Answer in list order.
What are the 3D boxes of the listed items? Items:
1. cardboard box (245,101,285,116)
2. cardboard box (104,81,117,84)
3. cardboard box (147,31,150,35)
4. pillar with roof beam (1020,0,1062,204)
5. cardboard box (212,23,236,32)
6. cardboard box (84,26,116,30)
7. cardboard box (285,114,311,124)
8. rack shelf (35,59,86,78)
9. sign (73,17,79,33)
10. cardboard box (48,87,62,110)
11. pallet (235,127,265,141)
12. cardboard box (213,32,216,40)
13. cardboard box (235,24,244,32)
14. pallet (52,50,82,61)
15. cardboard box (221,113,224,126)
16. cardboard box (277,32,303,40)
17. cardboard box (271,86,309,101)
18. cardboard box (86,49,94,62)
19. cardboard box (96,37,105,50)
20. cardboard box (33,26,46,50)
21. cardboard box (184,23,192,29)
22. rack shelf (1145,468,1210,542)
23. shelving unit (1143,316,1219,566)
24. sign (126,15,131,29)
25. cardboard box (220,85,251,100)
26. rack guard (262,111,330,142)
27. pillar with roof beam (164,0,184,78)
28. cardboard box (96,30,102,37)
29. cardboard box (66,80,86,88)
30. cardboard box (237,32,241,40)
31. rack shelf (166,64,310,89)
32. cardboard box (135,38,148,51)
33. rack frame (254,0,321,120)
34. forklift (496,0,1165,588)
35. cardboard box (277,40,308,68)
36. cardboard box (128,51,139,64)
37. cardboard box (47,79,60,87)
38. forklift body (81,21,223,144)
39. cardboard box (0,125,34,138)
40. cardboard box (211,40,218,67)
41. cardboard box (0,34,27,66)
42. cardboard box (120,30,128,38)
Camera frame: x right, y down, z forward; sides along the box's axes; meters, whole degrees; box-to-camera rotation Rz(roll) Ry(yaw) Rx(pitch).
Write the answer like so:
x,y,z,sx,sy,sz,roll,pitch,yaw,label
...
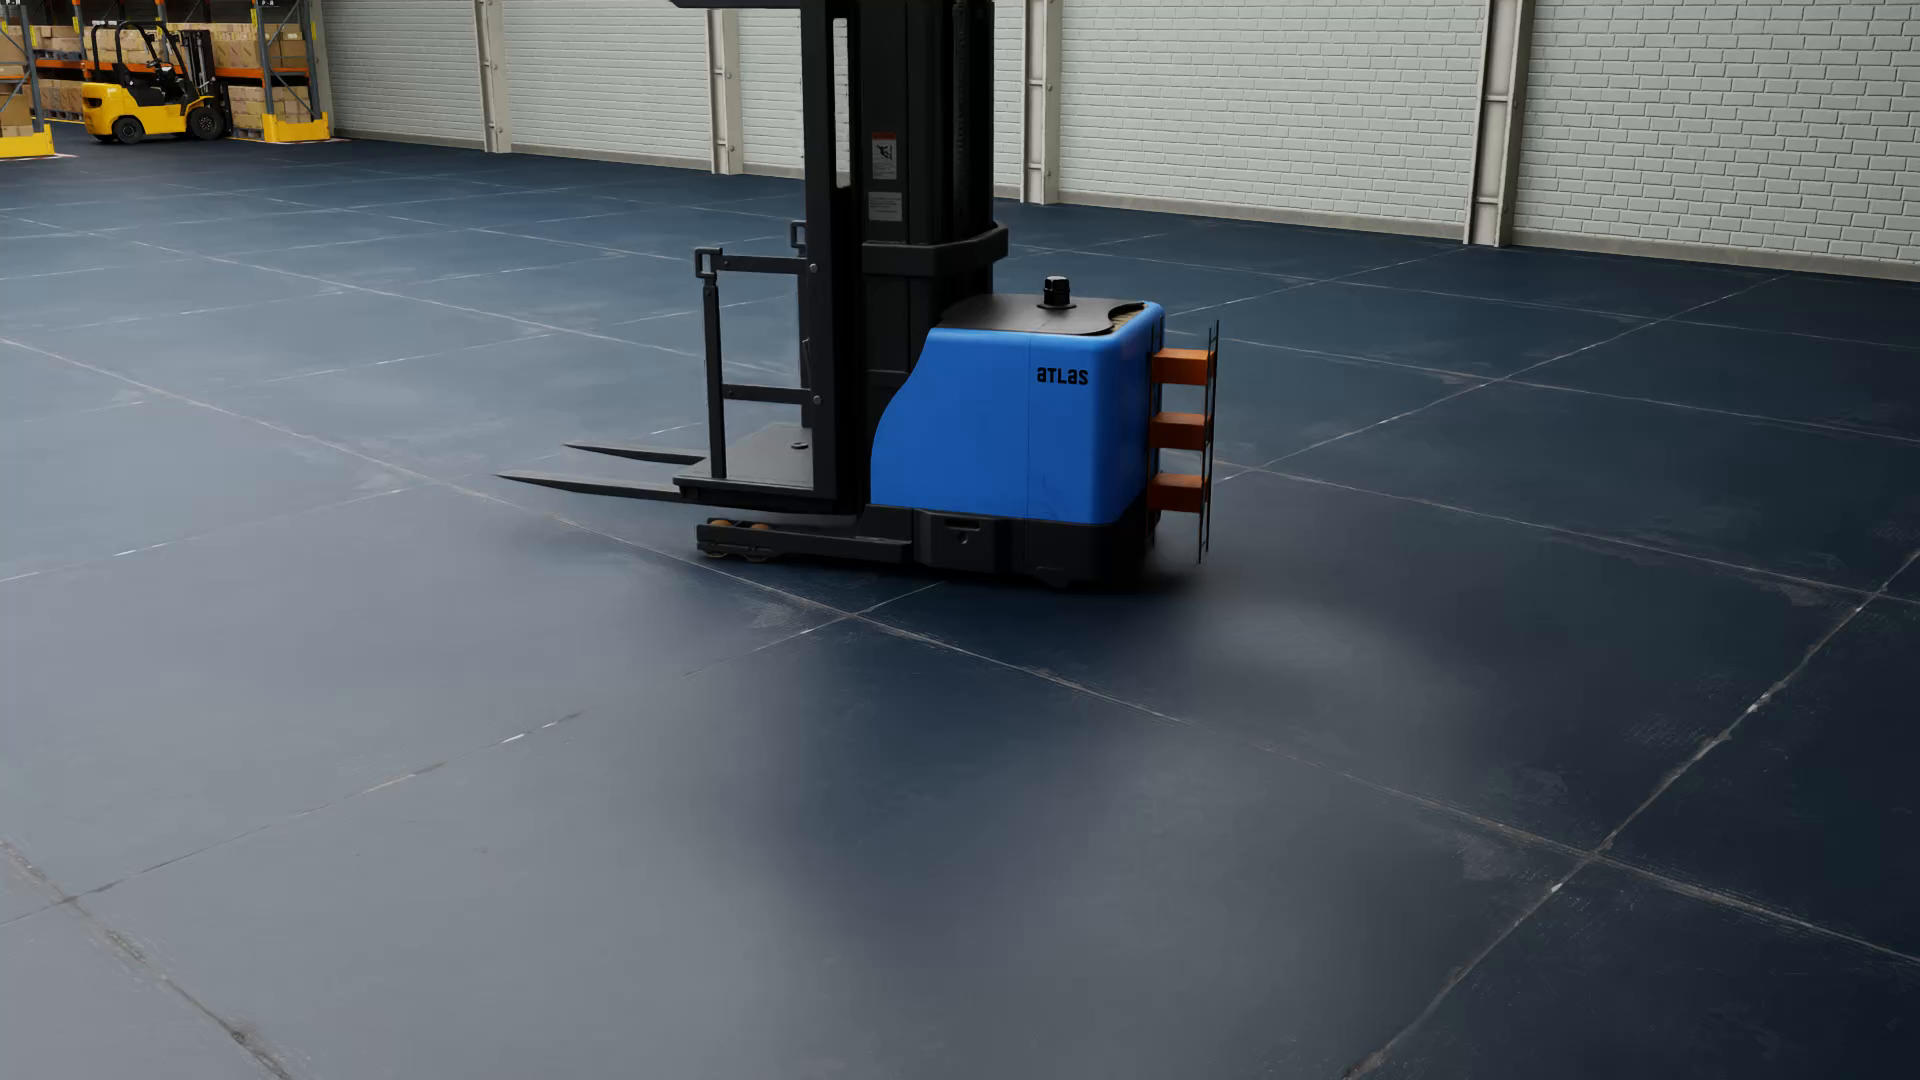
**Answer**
x,y,z,sx,sy,sz,roll,pitch,yaw,label
-13.102,-8.149,31.354,0.500,0.250,0.500,15,23,39,cardboard box
-18.697,-10.093,36.822,0.250,0.149,0.380,17,24,42,cardboard box
-16.278,-10.281,33.810,0.250,0.149,0.380,15,23,39,cardboard box
-1.847,-7.609,16.710,0.400,9.000,9.100,15,23,39,pillar with roof beam
-14.089,-9.823,31.876,0.250,0.149,0.380,15,23,40,cardboard box
-18.795,-10.986,36.411,0.500,0.500,0.500,16,24,42,cardboard box
-12.768,-8.026,31.794,0.500,0.250,0.500,15,23,39,cardboard box
-20.010,-10.659,37.427,4.000,0.370,1.077,15,23,39,rack shelf
-18.867,-10.989,35.497,0.005,0.325,0.100,15,23,39,sign
-20.134,-9.952,37.450,0.500,0.500,0.500,14,22,37,cardboard box
-13.130,-7.809,31.867,1.213,0.211,1.003,15,23,39,pallet
-14.078,-9.679,31.914,0.250,0.149,0.380,15,23,39,cardboard box
-13.357,-9.605,31.190,0.250,0.149,0.380,16,23,40,cardboard box
-19.067,-10.629,36.461,1.003,0.211,1.213,15,23,39,pallet
-14.229,-8.210,32.373,0.500,0.250,0.500,16,24,41,cardboard box
-12.612,-9.477,31.278,0.250,0.149,0.380,14,23,38,cardboard box
-12.764,-8.499,31.632,0.500,0.250,0.500,15,23,38,cardboard box
-18.344,-10.384,35.621,0.500,0.250,0.500,15,23,39,cardboard box
-17.970,-10.522,35.228,0.500,0.250,0.500,16,24,41,cardboard box
-20.318,-11.242,37.215,0.500,0.500,0.700,15,23,39,cardboard box
-14.904,-10.008,32.459,0.250,0.149,0.380,16,23,40,cardboard box
0.959,-0.155,7.317,0.240,0.259,0.215,6,18,17,rack shelf
0.959,-0.430,7.230,0.252,1.050,0.215,6,18,17,shelving unit
-18.148,-11.278,36.276,0.005,0.325,0.100,15,23,39,sign
-13.852,-8.582,31.893,0.500,0.250,0.500,15,23,40,cardboard box
-12.512,-7.797,31.355,0.348,0.500,1.175,15,23,39,rack guard
-19.798,-12.428,31.894,0.400,9.000,9.100,15,23,39,pillar with roof beam
-18.061,-10.727,35.216,0.250,0.149,0.380,16,24,41,cardboard box
-19.611,-10.134,36.949,0.250,0.149,0.380,16,24,41,cardboard box
-13.340,-9.467,31.246,0.250,0.149,0.380,16,23,40,cardboard box
-14.026,-9.052,32.366,4.000,0.370,1.077,15,23,39,rack shelf
-16.449,-10.106,33.918,0.500,0.250,0.500,14,23,38,cardboard box
-12.530,-8.994,30.992,0.127,3.000,1.000,15,23,39,rack frame
-0.648,-1.443,7.315,3.031,2.935,1.130,6,18,17,forklift
-12.716,-9.204,31.488,0.500,0.500,0.500,16,24,41,cardboard box
-16.803,-9.974,34.327,0.500,0.250,0.500,15,23,40,cardboard box
-20.396,-10.341,37.602,0.250,0.149,0.380,16,24,41,cardboard box
-15.160,-8.557,31.019,1.214,2.155,2.313,15,23,39,forklift body
-16.242,-6.984,28.511,0.500,0.250,0.500,15,23,39,cardboard box
-14.221,-9.388,32.070,0.500,0.500,0.500,15,23,40,cardboard box
-15.992,-8.217,27.888,0.500,0.500,0.500,15,23,38,cardboard box
-17.150,-10.458,34.367,0.250,0.149,0.380,14,23,38,cardboard box
